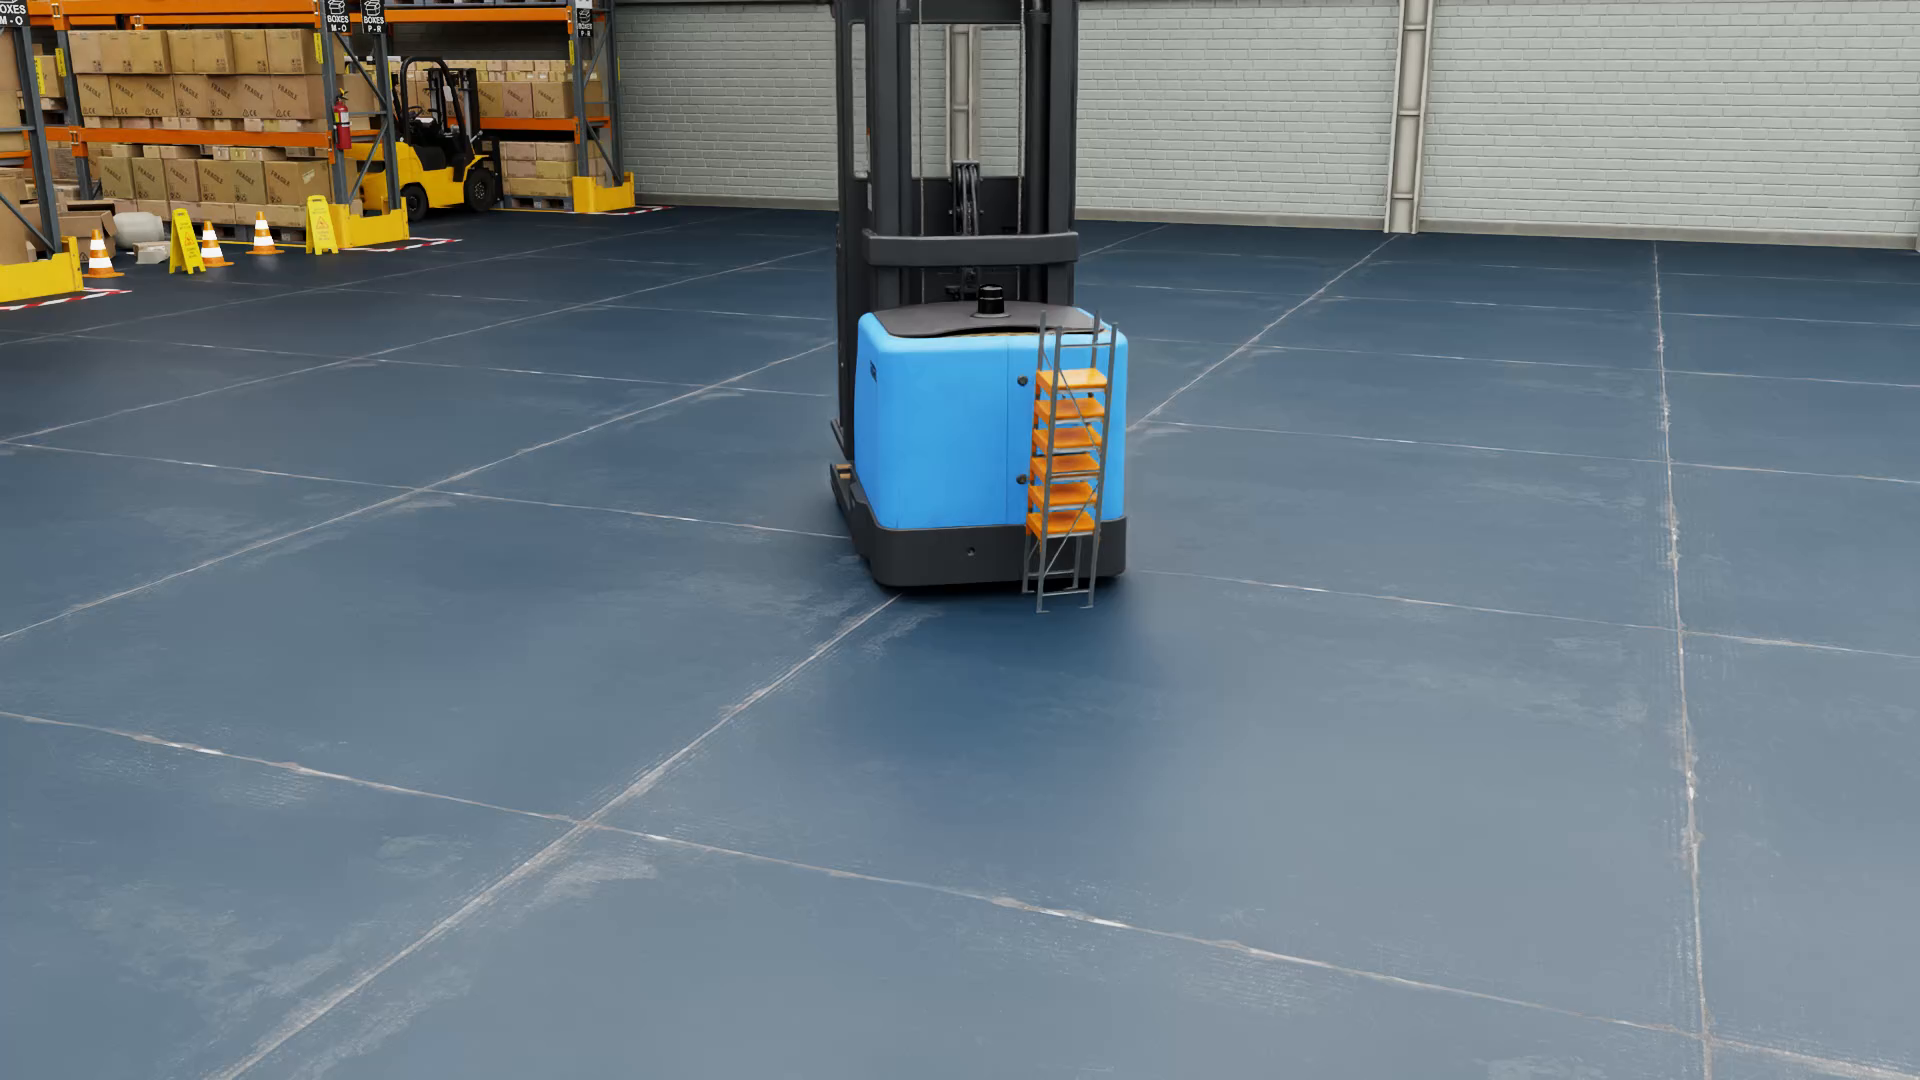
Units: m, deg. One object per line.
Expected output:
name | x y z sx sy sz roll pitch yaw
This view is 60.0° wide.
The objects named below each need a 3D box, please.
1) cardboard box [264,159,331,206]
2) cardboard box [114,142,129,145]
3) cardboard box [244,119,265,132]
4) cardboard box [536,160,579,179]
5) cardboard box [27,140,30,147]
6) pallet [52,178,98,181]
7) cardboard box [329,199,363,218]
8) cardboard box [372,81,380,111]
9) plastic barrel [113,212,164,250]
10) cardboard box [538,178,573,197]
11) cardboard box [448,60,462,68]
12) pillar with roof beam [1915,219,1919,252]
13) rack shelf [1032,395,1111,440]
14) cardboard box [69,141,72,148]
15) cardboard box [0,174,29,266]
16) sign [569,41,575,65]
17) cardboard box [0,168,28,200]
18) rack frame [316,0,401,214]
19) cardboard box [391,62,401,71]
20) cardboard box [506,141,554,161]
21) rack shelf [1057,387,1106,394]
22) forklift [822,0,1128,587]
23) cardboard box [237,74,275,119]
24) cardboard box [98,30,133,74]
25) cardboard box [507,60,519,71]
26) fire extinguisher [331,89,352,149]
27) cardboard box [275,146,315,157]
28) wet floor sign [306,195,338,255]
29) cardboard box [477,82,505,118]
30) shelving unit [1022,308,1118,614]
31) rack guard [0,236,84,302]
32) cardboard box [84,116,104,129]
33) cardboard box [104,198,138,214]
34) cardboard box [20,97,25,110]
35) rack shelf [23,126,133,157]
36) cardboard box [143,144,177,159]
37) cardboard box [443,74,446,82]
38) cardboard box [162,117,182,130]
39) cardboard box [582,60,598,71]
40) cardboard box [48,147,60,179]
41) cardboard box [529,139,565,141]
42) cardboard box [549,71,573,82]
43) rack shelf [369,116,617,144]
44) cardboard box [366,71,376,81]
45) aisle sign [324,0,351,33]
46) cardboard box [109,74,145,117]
cardboard box | -7.881 -4.257 19.792 0.500 0.500 0.500 6 17 21
cardboard box | -13.482 -6.425 26.993 0.250 0.149 0.380 5 17 18
cardboard box | -8.224 -4.911 19.661 0.250 0.149 0.380 7 17 22
cardboard box | -5.790 -5.379 24.105 0.500 0.250 0.500 6 17 20
cardboard box | -15.360 -6.668 27.829 0.250 0.149 0.380 6 17 20
pallet | -14.476 -5.980 27.894 1.213 0.211 1.003 6 17 21
cardboard box | -7.689 -4.037 20.378 0.500 0.250 0.500 6 17 20
cardboard box | -8.626 -6.634 24.964 0.500 0.500 0.500 6 17 19
plastic barrel | -9.517 -3.583 19.257 0.512 0.421 0.421 -9 18 -27
cardboard box | -5.775 -5.137 24.166 0.500 0.250 0.500 6 17 21
cardboard box | -7.290 -6.959 24.389 0.250 0.149 0.380 6 17 21
pillar with roof beam | 9.626 -6.518 13.983 0.400 9.000 9.100 6 17 21
rack shelf | 0.430 -0.474 6.434 0.258 0.103 0.180 -5 26 -16
cardboard box | -14.440 -6.548 27.416 0.250 0.149 0.380 5 17 18
cardboard box | -9.417 -2.941 15.482 0.875 0.875 0.875 6 17 21
sign | -5.434 -6.820 23.284 0.005 0.325 0.100 6 17 21
cardboard box | -11.386 -4.109 19.574 0.500 0.500 0.500 6 17 21
rack frame | -7.040 -5.002 19.522 0.127 3.000 1.000 6 17 21
cardboard box | -8.239 -7.064 24.751 0.250 0.149 0.380 6 17 20
cardboard box | -6.242 -5.668 24.202 0.500 0.250 0.500 7 17 22
rack shelf | 0.436 -0.601 6.375 0.199 0.020 0.166 -5 26 -16
forklift | -0.053 -1.542 7.886 1.129 2.843 3.031 -3 16 -9
cardboard box | -8.110 -5.229 19.592 0.500 0.500 0.500 6 17 21
cardboard box | -9.964 -5.923 20.189 0.500 0.500 0.700 6 17 21
cardboard box | -6.331 -6.855 24.031 0.250 0.149 0.380 6 17 21
fire extinguisher | -7.103 -4.833 19.081 0.183 0.674 0.296 6 17 21
cardboard box | -10.152 -5.892 26.094 0.625 0.625 0.875 6 17 20
wet floor sign | -7.256 -3.574 18.828 0.232 0.644 0.267 14 21 40
cardboard box | -6.733 -6.427 24.254 0.500 0.500 0.500 6 17 20
shelving unit | 0.422 -0.297 6.516 0.258 1.200 0.189 -5 26 -16
rack guard | -8.740 -2.505 15.404 0.348 0.500 1.175 6 17 21
cardboard box | -10.586 -5.175 20.569 0.250 0.149 0.380 6 17 20
cardboard box | -10.311 -4.162 20.807 0.500 0.250 0.500 5 17 18
cardboard box | -11.580 -5.504 20.952 0.250 0.149 0.380 6 17 19
rack shelf | -12.622 -5.270 21.737 4.000 0.370 1.077 6 17 21
cardboard box | -9.738 -4.753 20.335 0.250 0.149 0.380 7 18 23
cardboard box | -7.563 -6.819 24.439 0.250 0.149 0.380 6 17 19
cardboard box | -9.399 -5.042 20.110 0.250 0.149 0.380 6 17 21
cardboard box | -5.456 -6.882 24.121 0.250 0.149 0.380 6 17 20
cardboard box | -15.056 -6.306 27.746 0.500 0.500 0.500 6 17 19
cardboard box | -6.066 -5.799 24.655 0.500 0.250 0.500 6 17 21
cardboard box | -5.648 -6.612 23.725 0.250 0.149 0.380 7 17 21
rack shelf | -7.083 -6.149 24.763 4.000 0.370 1.077 6 17 21
cardboard box | -17.261 -4.780 20.644 12.878 1.949 15.192 6 17 20
aisle sign | -7.089 -6.169 18.879 0.004 0.787 0.394 6 17 21
cardboard box | -9.979 -5.439 20.316 0.500 0.500 0.500 6 17 20
